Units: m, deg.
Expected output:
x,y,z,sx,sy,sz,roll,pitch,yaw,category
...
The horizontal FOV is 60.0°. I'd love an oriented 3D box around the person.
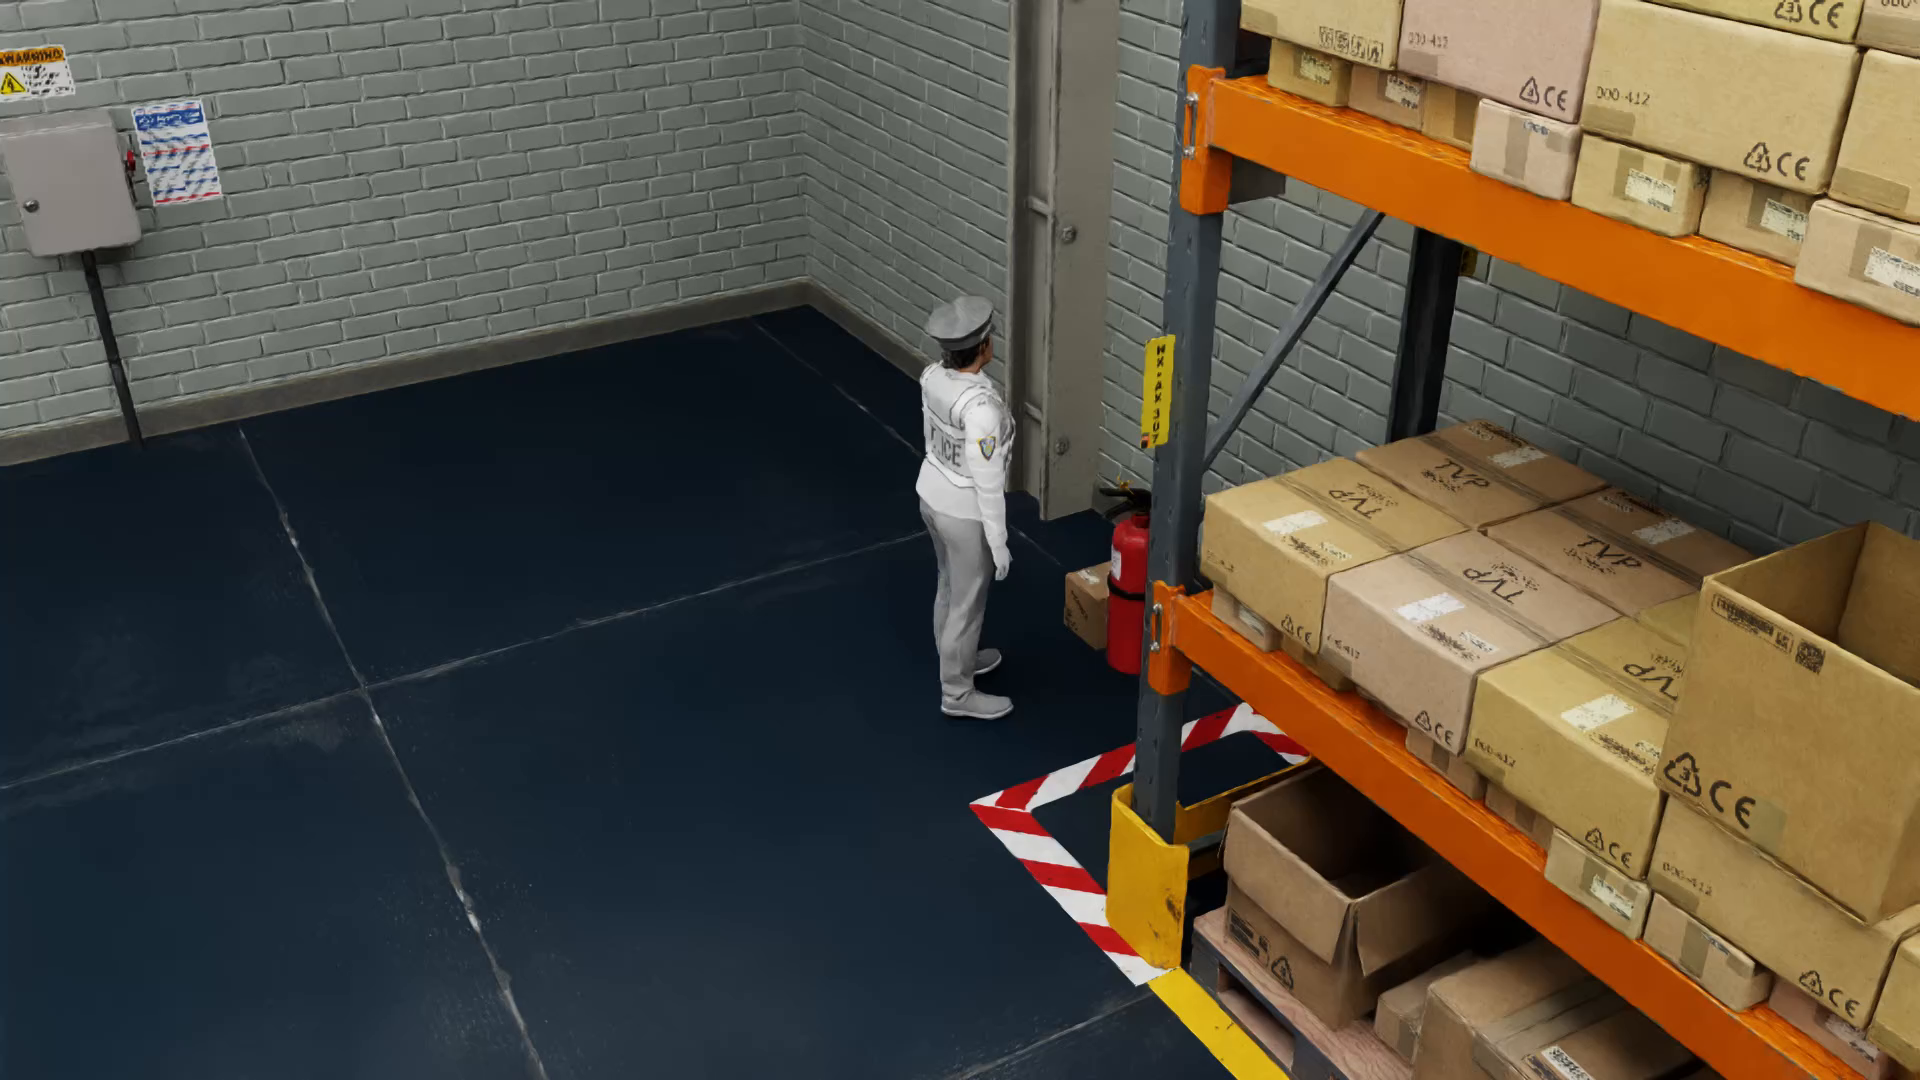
x,y,z,sx,sy,sz,roll,pitch,yaw,category
0.058,-0.111,6.262,0.403,1.690,0.560,-14,32,-23,person
